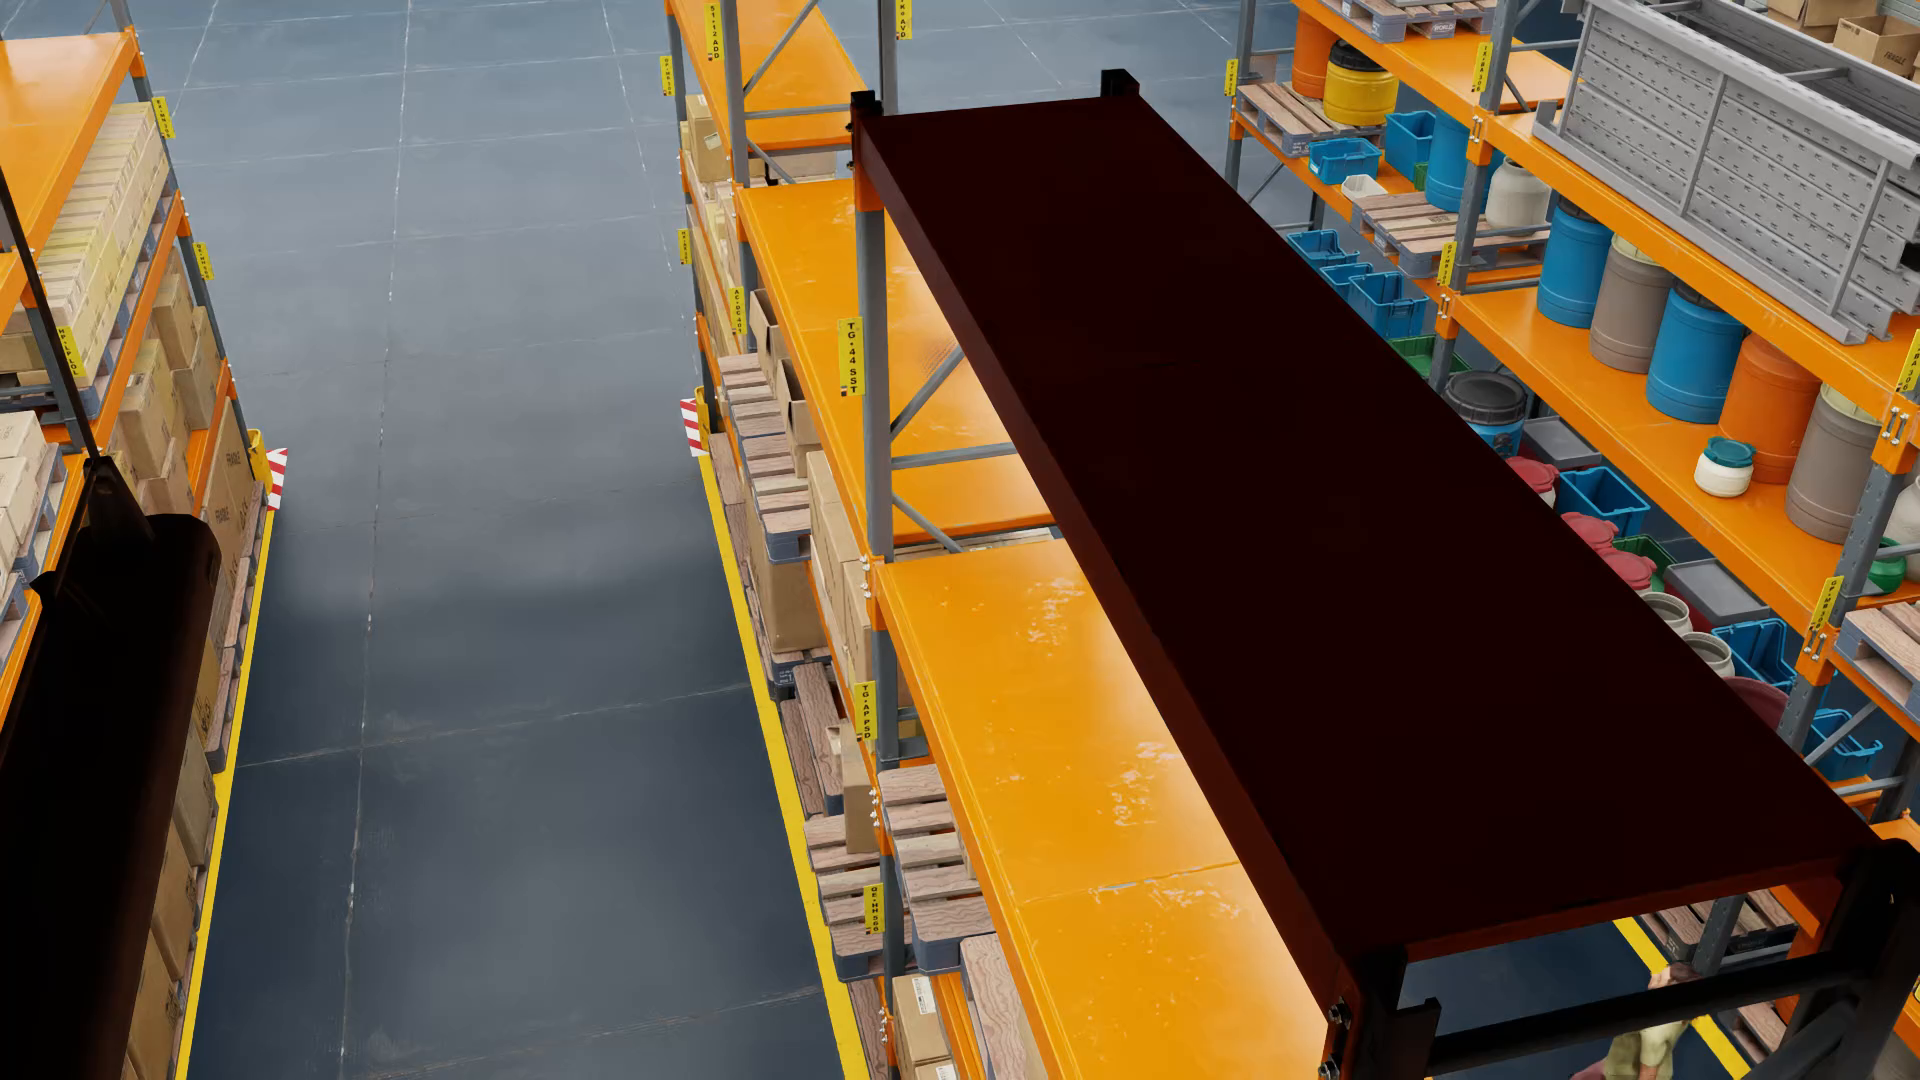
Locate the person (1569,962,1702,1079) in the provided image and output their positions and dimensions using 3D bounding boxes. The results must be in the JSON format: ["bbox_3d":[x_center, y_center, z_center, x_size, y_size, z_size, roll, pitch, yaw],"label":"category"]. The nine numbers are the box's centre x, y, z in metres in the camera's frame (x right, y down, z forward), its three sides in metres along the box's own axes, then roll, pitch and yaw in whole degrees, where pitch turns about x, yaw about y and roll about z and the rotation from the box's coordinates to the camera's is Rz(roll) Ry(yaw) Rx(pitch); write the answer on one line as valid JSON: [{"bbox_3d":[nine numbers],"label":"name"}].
[{"bbox_3d":[3.508,2.729,8.659,0.437,1.614,1.016,-13,37,-19],"label":"person"}]
